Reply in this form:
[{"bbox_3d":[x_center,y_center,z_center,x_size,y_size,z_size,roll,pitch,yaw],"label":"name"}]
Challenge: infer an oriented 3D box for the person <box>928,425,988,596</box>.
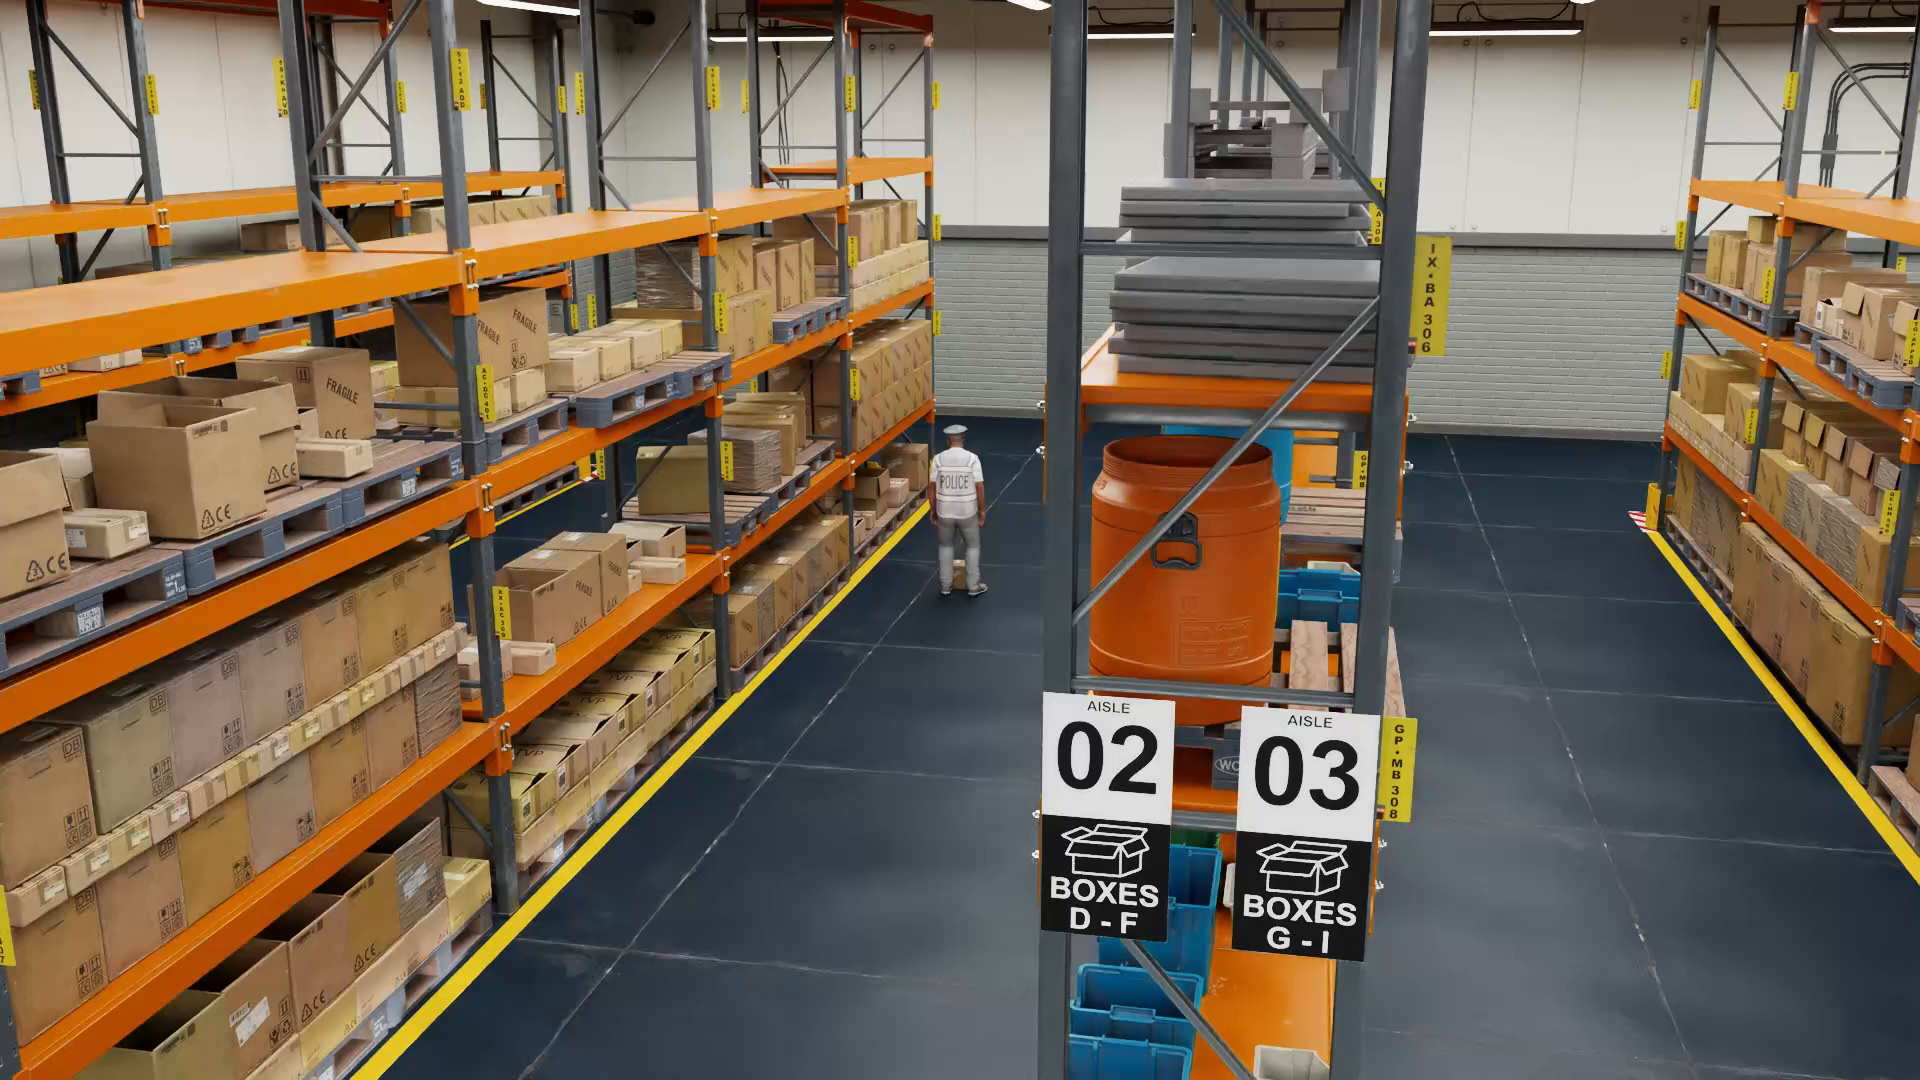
[{"bbox_3d":[-0.026,-0.291,17.120,0.594,1.747,0.437,2,15,8],"label":"person"}]
